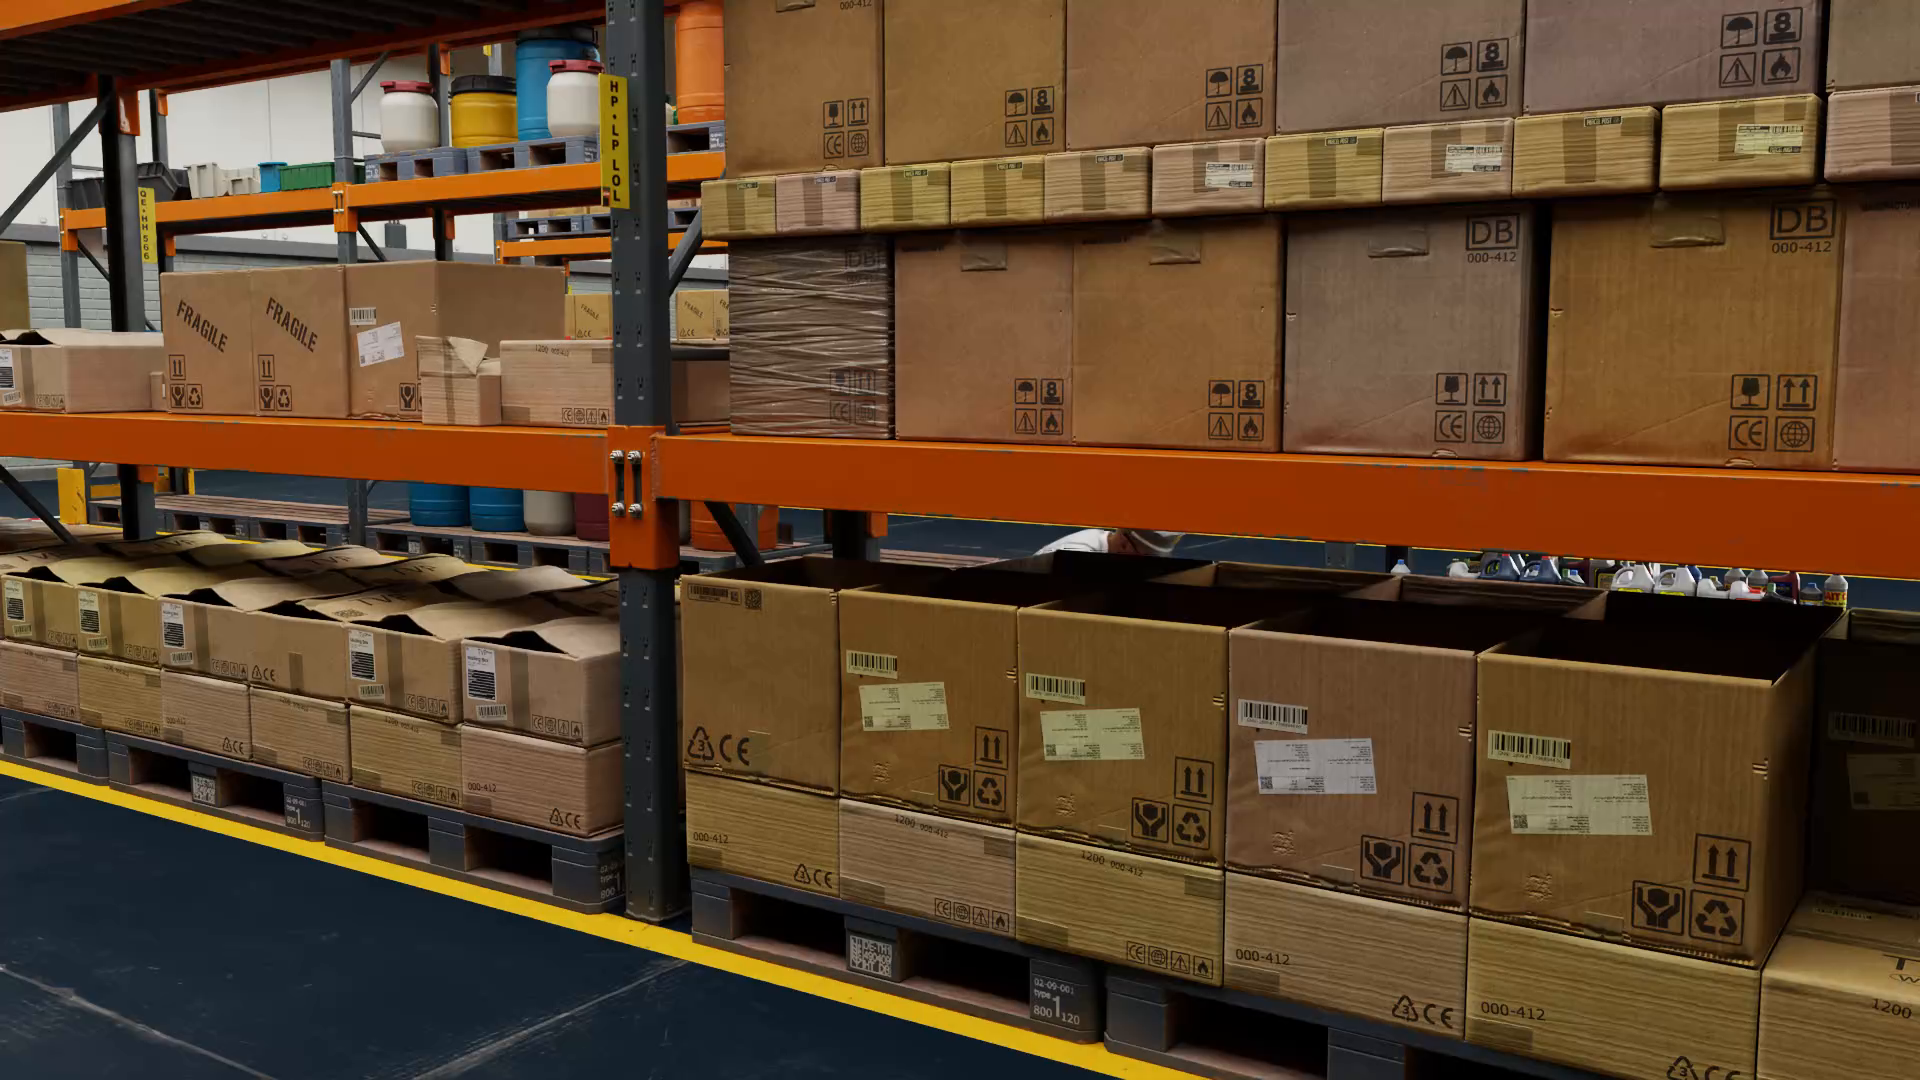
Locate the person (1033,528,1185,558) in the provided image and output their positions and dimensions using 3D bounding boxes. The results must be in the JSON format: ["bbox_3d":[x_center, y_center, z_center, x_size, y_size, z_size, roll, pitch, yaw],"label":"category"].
[{"bbox_3d":[0.399,0.354,5.935,0.904,1.024,0.542,5,8,36],"label":"person"}]
